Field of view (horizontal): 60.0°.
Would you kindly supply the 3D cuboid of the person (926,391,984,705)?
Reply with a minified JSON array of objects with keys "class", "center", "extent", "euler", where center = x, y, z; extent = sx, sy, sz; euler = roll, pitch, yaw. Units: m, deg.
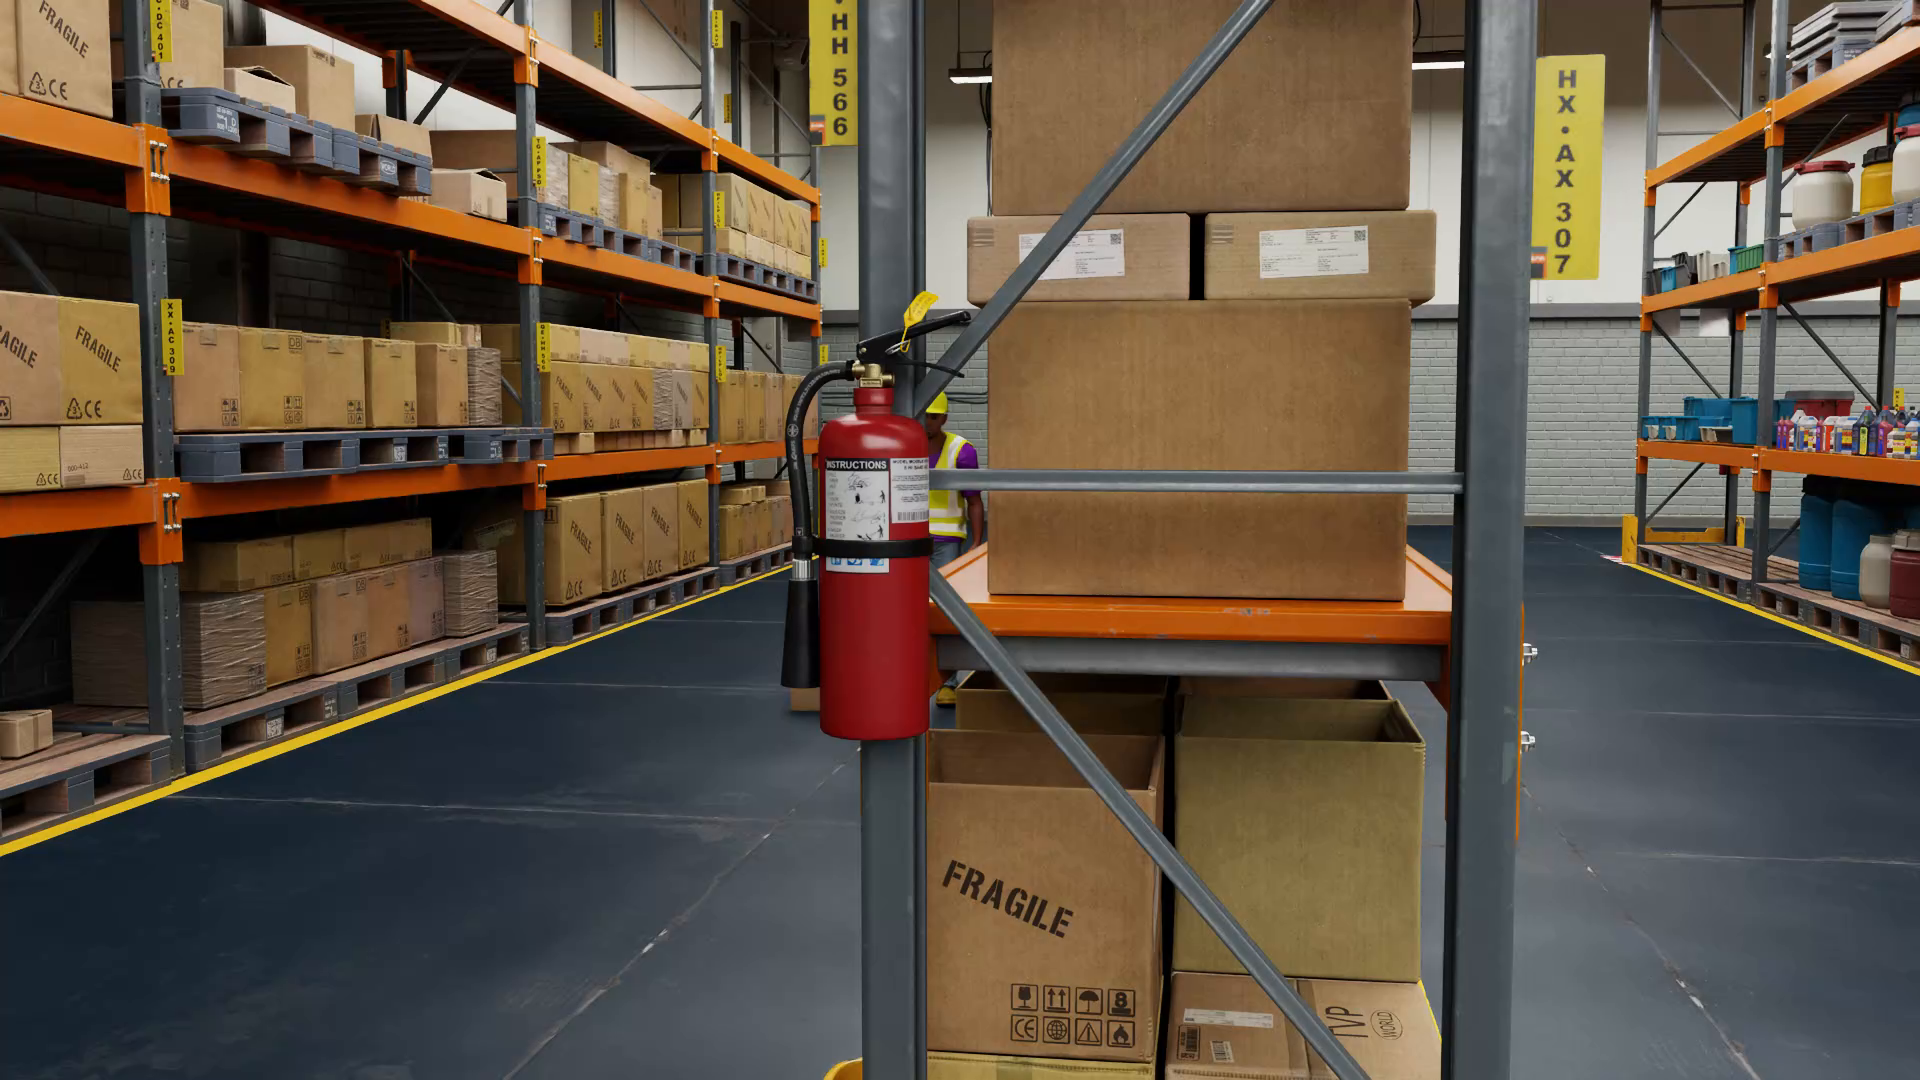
[{"class":"person","center":[-0.184,0.029,9.172],"extent":[0.631,1.759,0.461],"euler":[0,4,5]}]
